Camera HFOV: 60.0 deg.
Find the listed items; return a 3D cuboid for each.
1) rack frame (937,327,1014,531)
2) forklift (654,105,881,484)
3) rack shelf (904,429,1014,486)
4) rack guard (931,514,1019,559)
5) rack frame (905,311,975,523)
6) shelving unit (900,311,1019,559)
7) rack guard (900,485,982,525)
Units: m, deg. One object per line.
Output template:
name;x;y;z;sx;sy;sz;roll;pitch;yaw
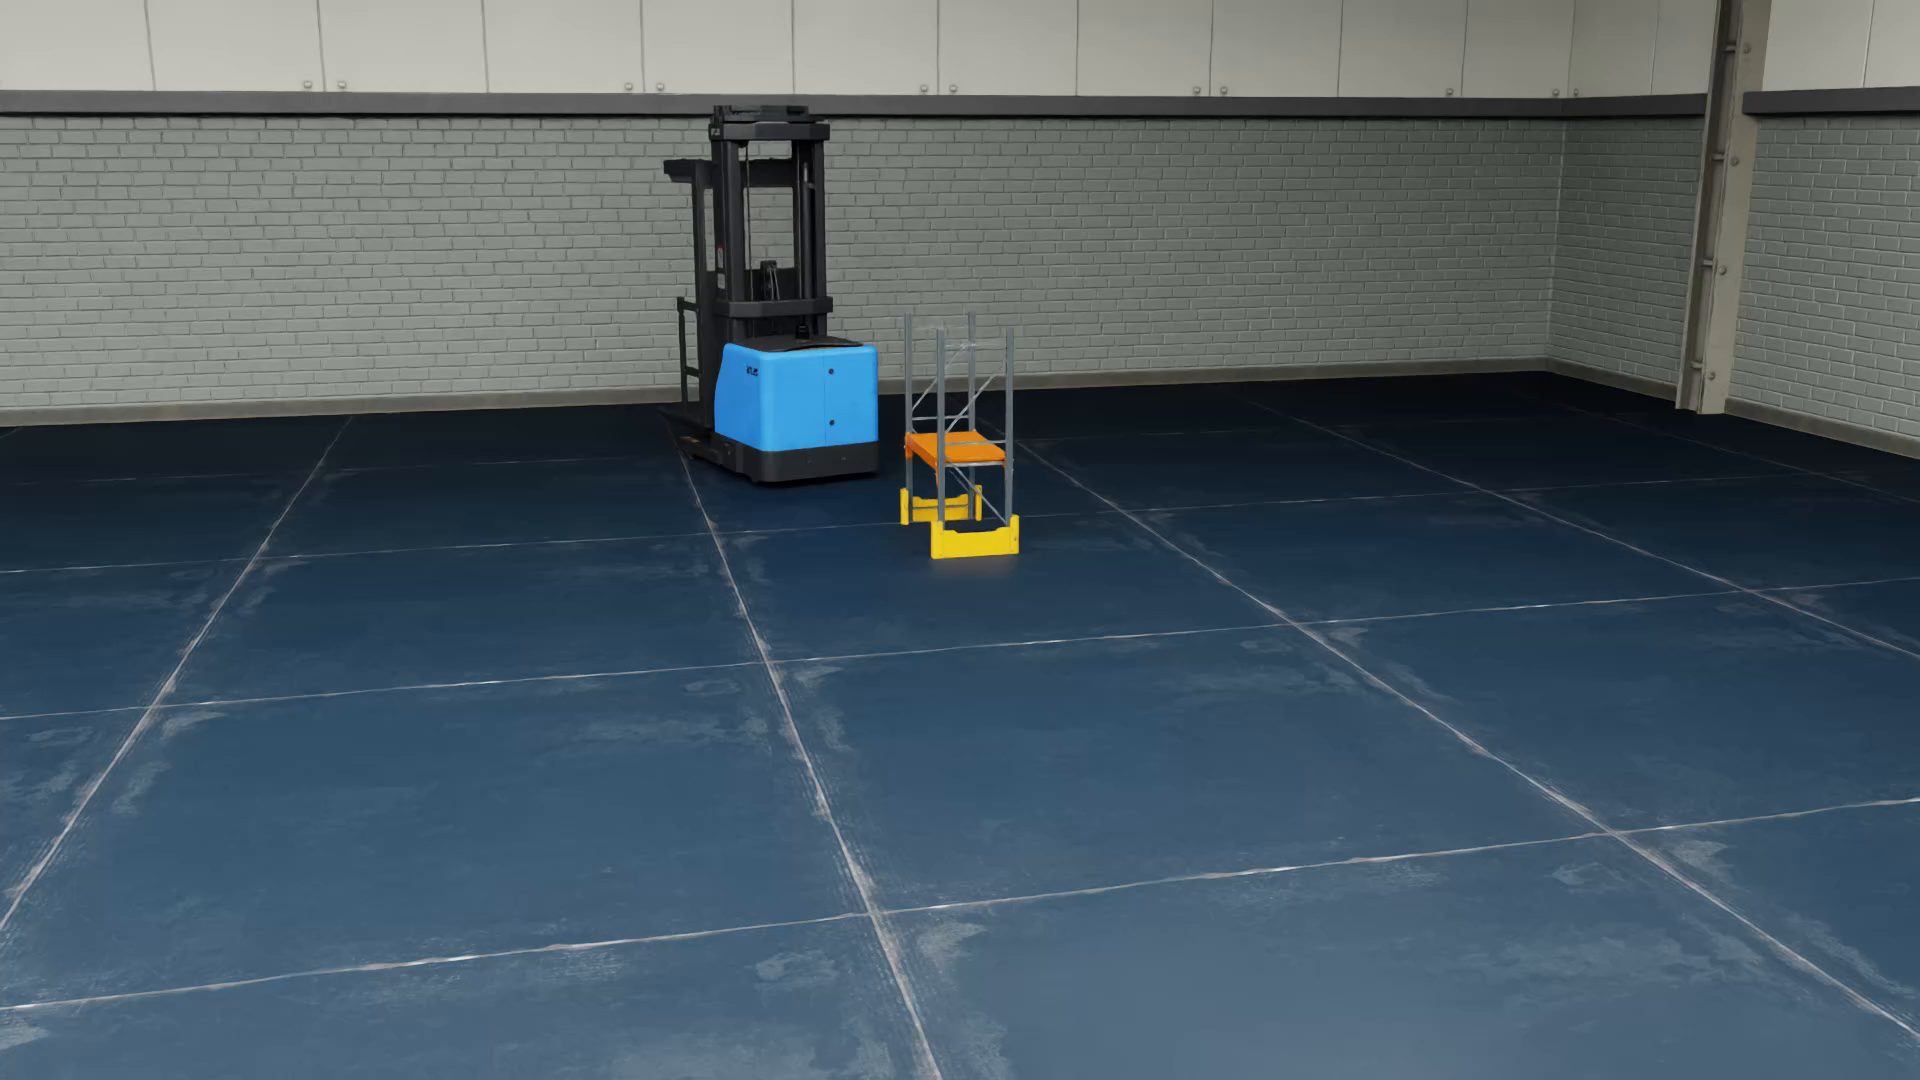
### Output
rack frame;0.099;-0.631;10.850;0.500;1.500;0.032;-3;14;-13
forklift;-1.814;-2.170;14.134;1.130;2.935;3.031;-8;16;-29
rack shelf;-0.020;-0.574;11.372;0.538;0.185;1.000;-3;14;-13
rack guard;0.099;-0.024;10.999;0.587;0.250;0.087;-3;14;-13
rack frame;-0.139;-0.866;11.810;0.500;1.500;0.032;-3;14;-13
shelving unit;-0.018;-0.746;11.321;0.587;1.500;1.083;-3;14;-13
rack guard;-0.135;-0.254;11.940;0.587;0.250;0.087;-3;14;-13
